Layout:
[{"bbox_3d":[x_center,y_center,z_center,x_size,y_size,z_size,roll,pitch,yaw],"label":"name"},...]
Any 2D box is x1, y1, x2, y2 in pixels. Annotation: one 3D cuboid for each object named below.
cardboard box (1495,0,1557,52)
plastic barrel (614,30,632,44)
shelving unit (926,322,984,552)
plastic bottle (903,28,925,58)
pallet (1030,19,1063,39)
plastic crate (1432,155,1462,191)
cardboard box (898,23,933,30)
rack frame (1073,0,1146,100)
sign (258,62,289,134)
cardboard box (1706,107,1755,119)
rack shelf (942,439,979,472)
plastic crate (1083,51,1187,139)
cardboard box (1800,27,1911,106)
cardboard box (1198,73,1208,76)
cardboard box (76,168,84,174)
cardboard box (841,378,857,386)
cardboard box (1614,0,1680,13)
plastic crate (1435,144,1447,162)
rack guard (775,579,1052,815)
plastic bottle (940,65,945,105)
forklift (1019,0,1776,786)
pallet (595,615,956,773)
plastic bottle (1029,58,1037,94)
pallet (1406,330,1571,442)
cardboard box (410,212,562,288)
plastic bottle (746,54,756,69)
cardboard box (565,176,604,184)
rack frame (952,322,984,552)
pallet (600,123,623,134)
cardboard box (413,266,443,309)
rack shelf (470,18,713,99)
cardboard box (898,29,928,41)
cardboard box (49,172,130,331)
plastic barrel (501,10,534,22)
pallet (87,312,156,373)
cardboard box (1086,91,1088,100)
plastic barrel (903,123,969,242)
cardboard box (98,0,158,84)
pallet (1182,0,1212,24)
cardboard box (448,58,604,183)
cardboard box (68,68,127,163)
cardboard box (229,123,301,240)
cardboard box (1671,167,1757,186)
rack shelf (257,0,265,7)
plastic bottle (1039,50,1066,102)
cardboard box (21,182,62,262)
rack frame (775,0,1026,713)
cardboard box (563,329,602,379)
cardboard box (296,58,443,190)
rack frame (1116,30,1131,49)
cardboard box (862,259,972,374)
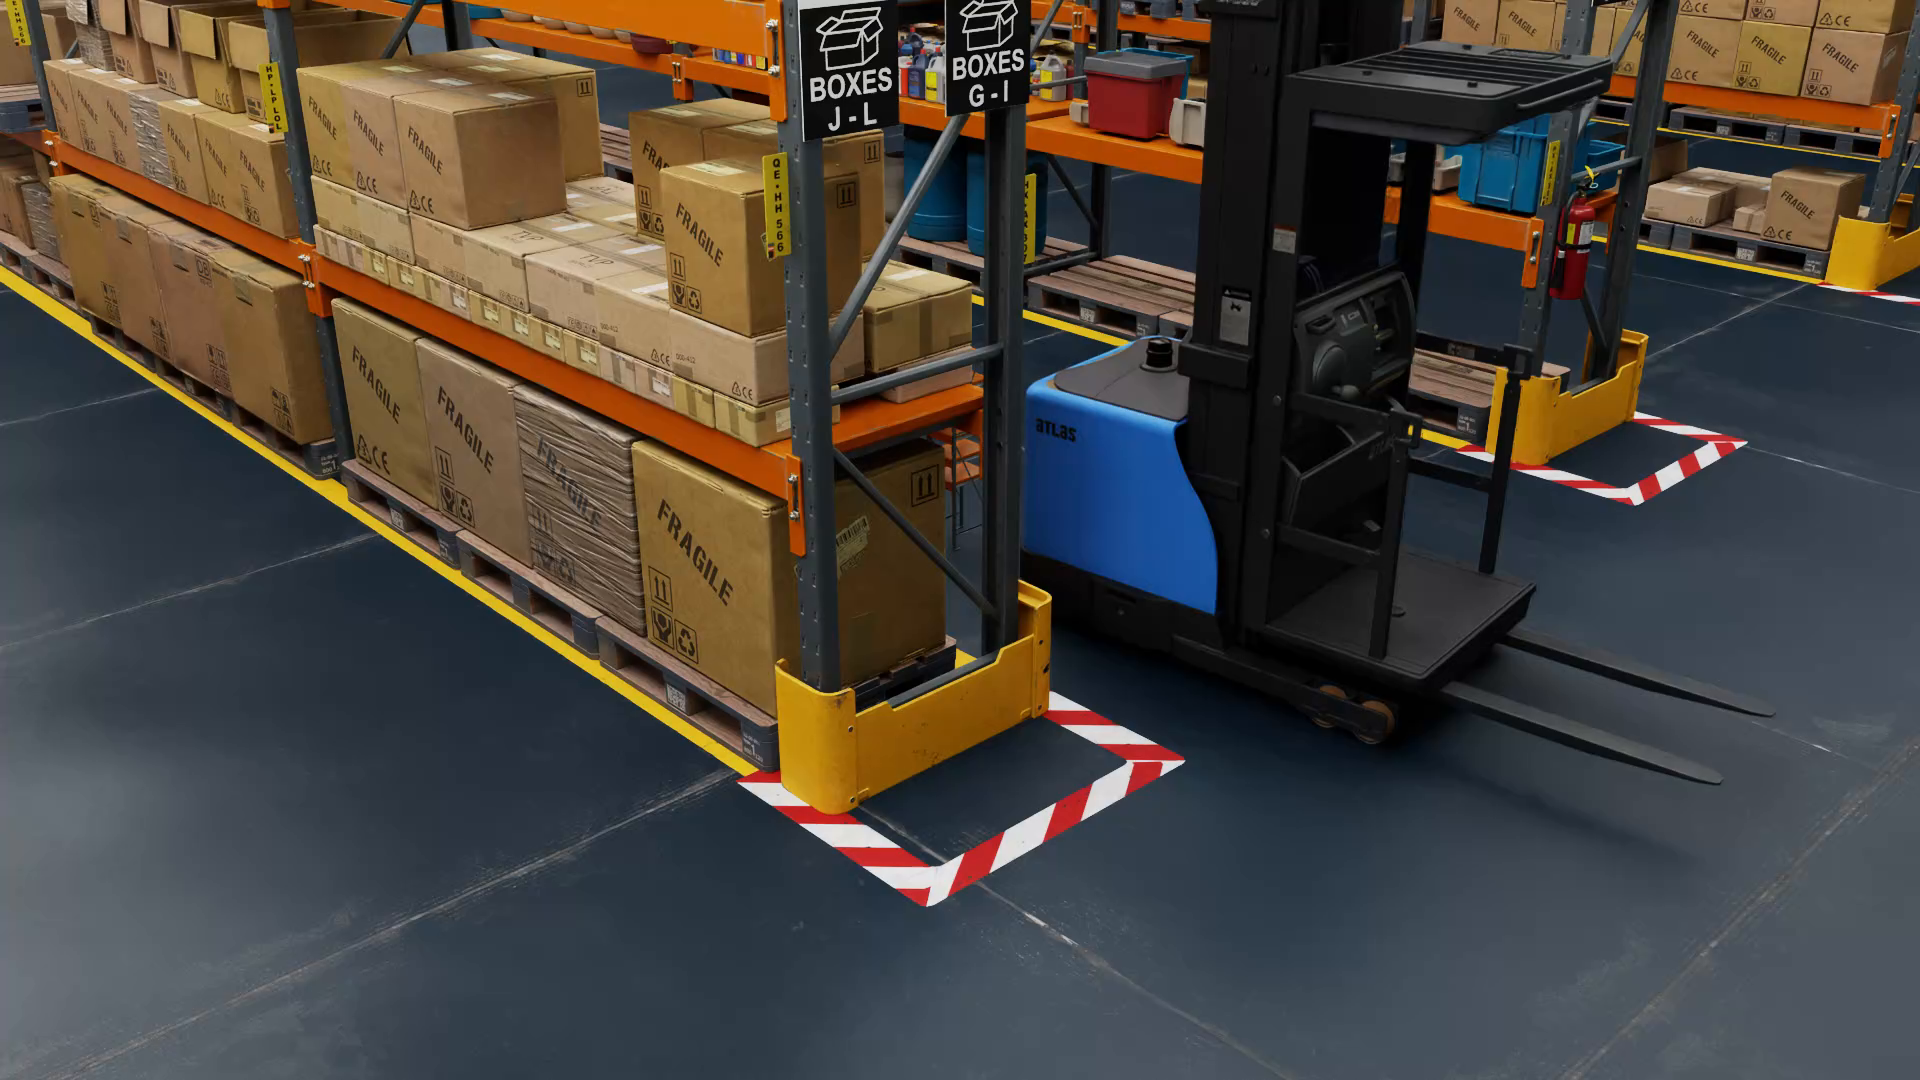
[{"bbox_3d":[4.829,-4.257,13.848,0.500,0.500,0.500,-21,32,-38],"label":"cardboard box"},{"bbox_3d":[-2.884,-4.708,14.820,0.421,0.512,0.421,0,25,0],"label":"plastic barrel"},{"bbox_3d":[-0.010,-0.550,8.011,0.258,1.200,0.189,-21,32,-38],"label":"shelving unit"},{"bbox_3d":[-0.360,-3.879,13.198,0.144,0.351,0.185,-21,32,-38],"label":"plastic bottle"},{"bbox_3d":[1.150,-7.722,24.923,1.003,0.211,1.213,-21,32,-38],"label":"pallet"},{"bbox_3d":[2.754,-2.085,9.451,0.396,0.136,0.243,-21,32,-38],"label":"plastic crate"},{"bbox_3d":[-0.654,-6.175,20.304,0.500,0.311,0.500,-21,32,-38],"label":"cardboard box"},{"bbox_3d":[1.594,-5.810,17.371,1.000,3.000,0.127,-21,32,-38],"label":"rack frame"},{"bbox_3d":[-3.295,-2.122,7.989,0.100,0.325,0.005,-21,32,-38],"label":"sign"},{"bbox_3d":[8.377,-4.802,17.669,0.700,0.500,0.500,-21,32,-38],"label":"cardboard box"},{"bbox_3d":[-0.010,-0.401,8.079,0.258,0.103,0.180,-21,32,-38],"label":"rack shelf"},{"bbox_3d":[1.137,-2.908,10.862,0.402,0.464,0.583,-21,32,-38],"label":"plastic crate"},{"bbox_3d":[6.557,-3.490,12.165,0.500,0.500,0.500,-20,31,-37],"label":"cardboard box"},{"bbox_3d":[2.758,-4.499,16.979,0.500,0.500,0.500,22,33,40],"label":"cardboard box"},{"bbox_3d":[-6.120,-2.599,11.911,0.500,0.250,0.500,-20,31,-36],"label":"cardboard box"},{"bbox_3d":[-0.350,-0.741,6.563,0.380,0.149,0.250,-22,32,-39],"label":"cardboard box"},{"bbox_3d":[5.502,-4.407,12.972,0.500,0.500,0.500,-20,31,-37],"label":"cardboard box"},{"bbox_3d":[2.892,-2.384,10.106,0.250,0.136,0.298,-21,32,-38],"label":"plastic crate"},{"bbox_3d":[-0.156,0.568,6.403,1.175,0.500,0.348,-21,32,-38],"label":"rack guard"},{"bbox_3d":[-0.046,-3.276,11.966,0.152,0.276,0.135,-21,32,-38],"label":"plastic bottle"},{"bbox_3d":[1.720,-0.783,6.435,3.031,2.935,1.130,19,31,36],"label":"forklift"},{"bbox_3d":[-0.776,0.472,6.961,1.003,0.211,1.213,-21,32,-38],"label":"pallet"},{"bbox_3d":[0.520,-3.467,12.391,0.097,0.271,0.097,0,25,0],"label":"plastic bottle"},{"bbox_3d":[2.908,-0.974,10.131,1.003,0.211,1.213,-21,32,-38],"label":"pallet"},{"bbox_3d":[-2.082,-1.332,7.377,0.500,0.250,0.500,-20,31,-37],"label":"cardboard box"},{"bbox_3d":[-1.649,-3.986,13.523,0.152,0.276,0.135,-21,32,-38],"label":"plastic bottle"},{"bbox_3d":[-2.057,-1.640,8.054,0.500,0.250,0.500,-20,31,-37],"label":"cardboard box"},{"bbox_3d":[0.053,-0.523,7.950,0.240,1.200,0.006,-21,32,-38],"label":"rack frame"},{"bbox_3d":[-4.193,-4.122,17.031,1.003,0.211,1.213,-21,32,-38],"label":"pallet"},{"bbox_3d":[-2.231,-1.175,7.513,0.380,0.149,0.250,-22,32,-39],"label":"cardboard box"},{"bbox_3d":[-3.392,-4.684,15.771,1.077,0.370,4.000,-21,32,-38],"label":"rack shelf"},{"bbox_3d":[-0.701,-5.868,19.629,0.500,0.311,0.500,-22,32,-39],"label":"cardboard box"},{"bbox_3d":[-5.184,-2.010,11.096,0.875,0.875,1.225,22,32,39],"label":"cardboard box"},{"bbox_3d":[-4.265,-5.327,16.150,0.433,0.535,0.433,0,25,0],"label":"plastic barrel"},{"bbox_3d":[-5.156,-1.472,11.221,1.003,0.211,1.213,-21,32,-38],"label":"pallet"},{"bbox_3d":[1.056,-4.840,18.052,0.500,0.250,0.500,-20,31,-37],"label":"cardboard box"},{"bbox_3d":[-0.134,-2.814,12.827,0.600,0.901,0.708,-21,32,-38],"label":"plastic barrel"},{"bbox_3d":[-4.709,-3.078,10.054,0.797,0.503,0.637,-20,31,-37],"label":"cardboard box"},{"bbox_3d":[2.926,-5.134,16.122,1.003,0.211,1.213,-21,32,-38],"label":"pallet"},{"bbox_3d":[-2.057,-1.981,7.896,0.500,0.500,0.500,-21,32,-38],"label":"cardboard box"},{"bbox_3d":[-5.152,-2.666,10.359,0.500,0.500,0.500,-22,33,-40],"label":"cardboard box"},{"bbox_3d":[-3.425,-1.898,8.677,0.500,0.500,0.500,-21,32,-38],"label":"cardboard box"},{"bbox_3d":[6.214,-2.883,13.739,0.500,0.250,0.500,-21,32,-38],"label":"cardboard box"},{"bbox_3d":[-4.273,-3.432,9.412,1.077,0.370,4.000,-21,32,-38],"label":"rack shelf"},{"bbox_3d":[0.678,-3.382,12.109,0.144,0.351,0.185,-21,32,-38],"label":"plastic bottle"},{"bbox_3d":[-6.501,-2.425,12.434,0.500,0.500,0.700,21,32,38],"label":"cardboard box"},{"bbox_3d":[-0.172,-0.577,5.900,1.000,3.000,0.127,-21,32,-38],"label":"rack frame"},{"bbox_3d":[-1.355,-0.786,6.661,0.380,0.149,0.250,-22,33,-40],"label":"cardboard box"},{"bbox_3d":[-2.765,-1.979,7.893,0.500,0.500,0.500,-21,32,-38],"label":"cardboard box"},{"bbox_3d":[2.473,-8.428,23.110,1.000,3.000,0.127,-21,32,-38],"label":"rack frame"},{"bbox_3d":[-0.303,-0.866,6.356,0.500,0.250,0.500,-22,33,-40],"label":"cardboard box"}]
